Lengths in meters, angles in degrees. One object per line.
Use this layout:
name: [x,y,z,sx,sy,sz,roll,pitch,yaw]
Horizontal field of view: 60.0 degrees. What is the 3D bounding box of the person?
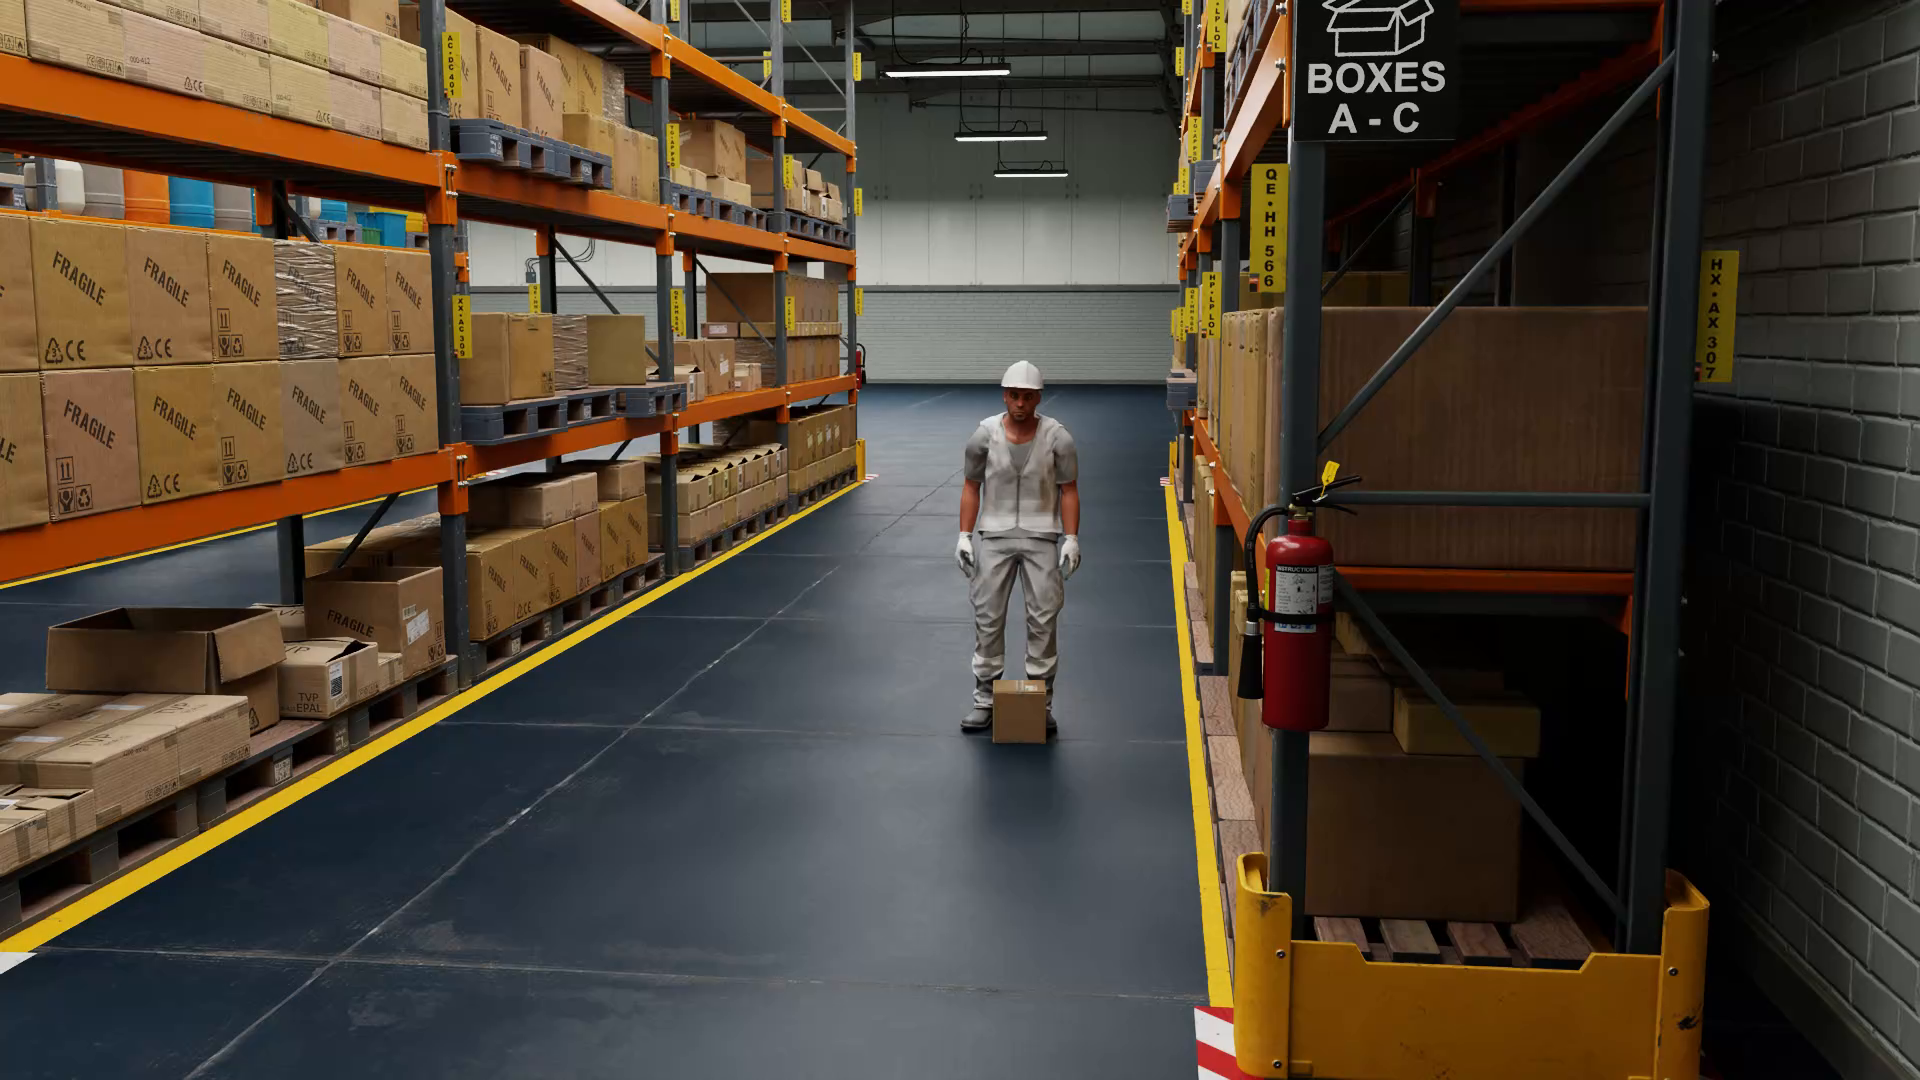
person: [0.280,0.027,8.023,0.608,1.779,0.450,1,8,7]
